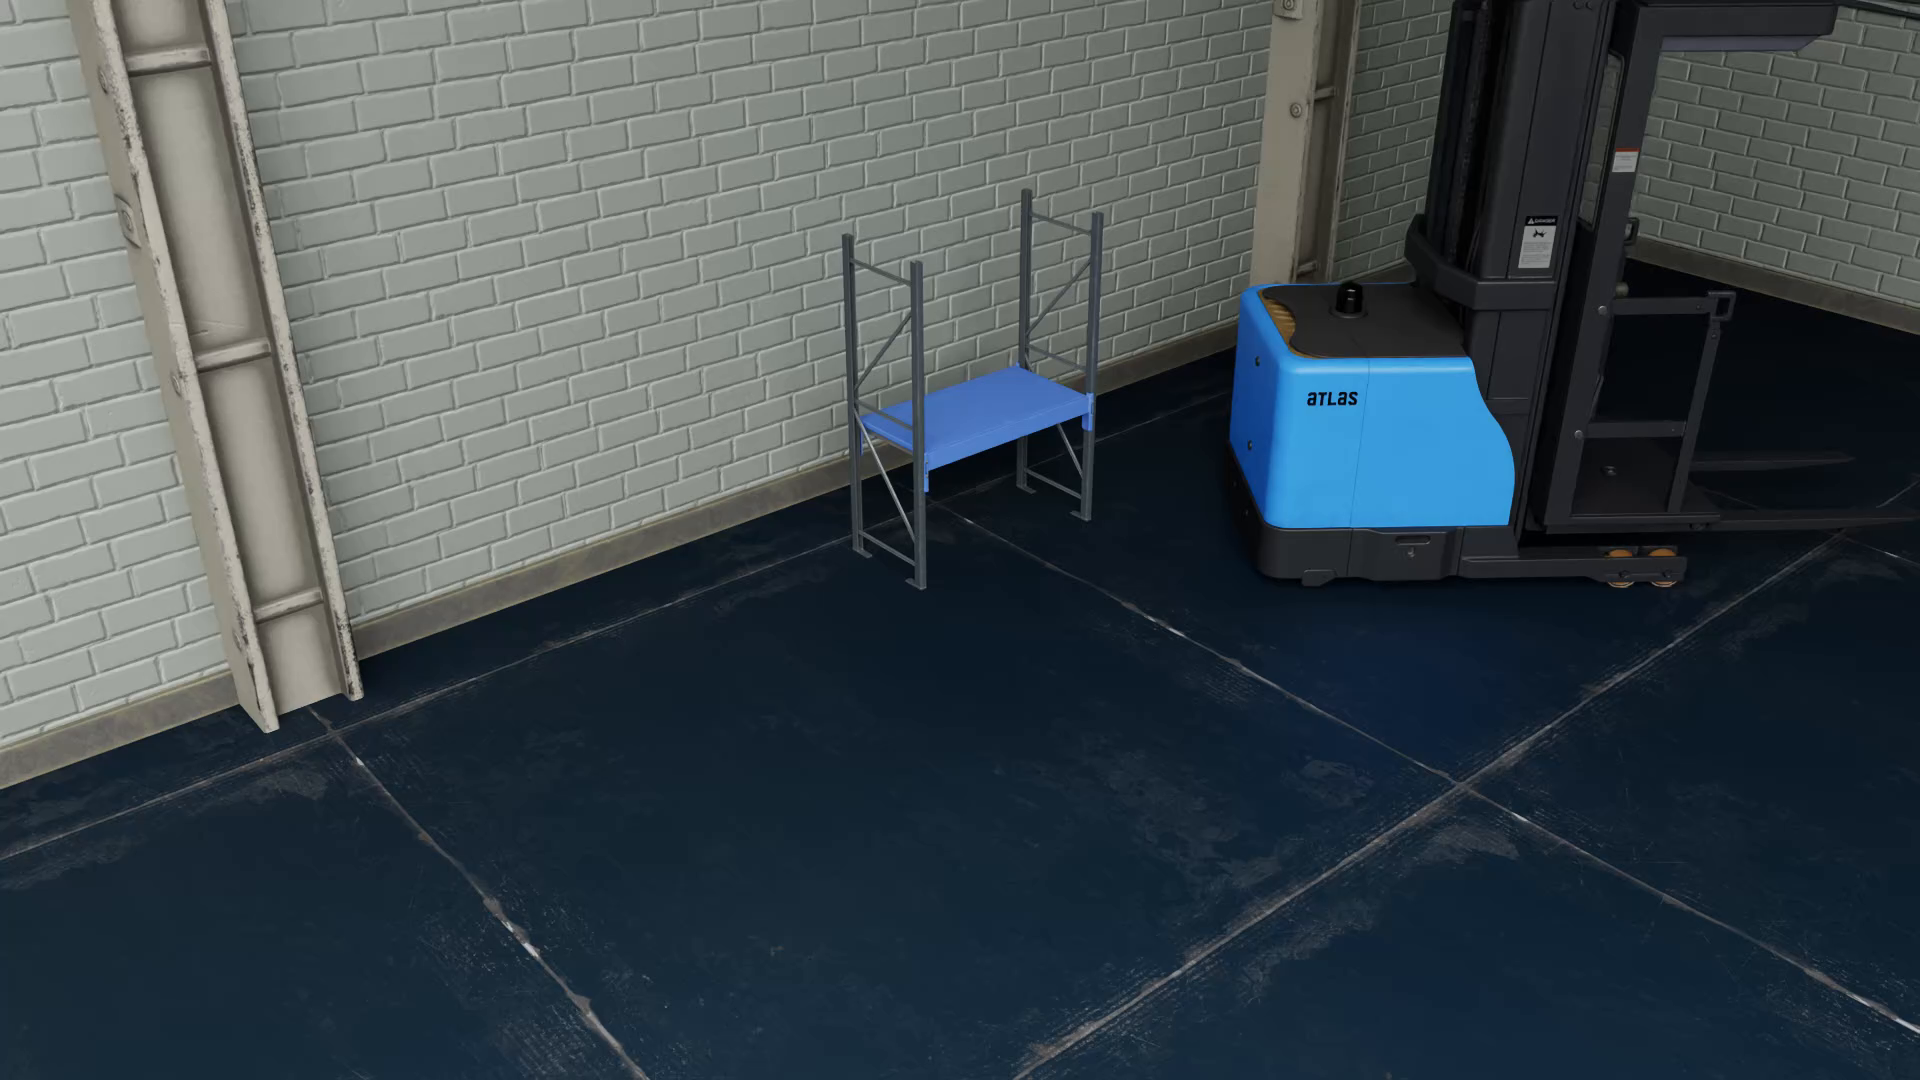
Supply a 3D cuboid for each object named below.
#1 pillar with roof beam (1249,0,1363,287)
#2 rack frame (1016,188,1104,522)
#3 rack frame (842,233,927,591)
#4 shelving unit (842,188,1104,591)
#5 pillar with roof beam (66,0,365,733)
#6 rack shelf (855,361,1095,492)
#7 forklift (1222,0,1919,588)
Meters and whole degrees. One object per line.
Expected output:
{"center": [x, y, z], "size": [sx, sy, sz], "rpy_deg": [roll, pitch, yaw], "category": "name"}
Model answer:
{"center": [4.752, -3.636, 5.005], "size": [0.400, 9.000, 9.100], "rpy_deg": [-22, 35, -35], "category": "pillar with roof beam"}
{"center": [0.452, -0.843, 7.736], "size": [0.032, 1.500, 0.500], "rpy_deg": [-22, 35, -35], "category": "rack frame"}
{"center": [-0.322, -0.532, 7.154], "size": [0.032, 1.500, 0.500], "rpy_deg": [-22, 35, -35], "category": "rack frame"}
{"center": [0.065, -0.688, 7.445], "size": [1.048, 1.500, 0.538], "rpy_deg": [-22, 35, -35], "category": "shelving unit"}
{"center": [0.187, -1.800, 1.571], "size": [0.400, 9.000, 9.100], "rpy_deg": [-22, 35, -35], "category": "pillar with roof beam"}
{"center": [0.065, -0.529, 7.530], "size": [1.000, 0.185, 0.538], "rpy_deg": [-22, 35, -35], "category": "rack shelf"}
{"center": [2.810, -1.331, 7.131], "size": [3.031, 2.935, 1.130], "rpy_deg": [-1, 28, -2], "category": "forklift"}
